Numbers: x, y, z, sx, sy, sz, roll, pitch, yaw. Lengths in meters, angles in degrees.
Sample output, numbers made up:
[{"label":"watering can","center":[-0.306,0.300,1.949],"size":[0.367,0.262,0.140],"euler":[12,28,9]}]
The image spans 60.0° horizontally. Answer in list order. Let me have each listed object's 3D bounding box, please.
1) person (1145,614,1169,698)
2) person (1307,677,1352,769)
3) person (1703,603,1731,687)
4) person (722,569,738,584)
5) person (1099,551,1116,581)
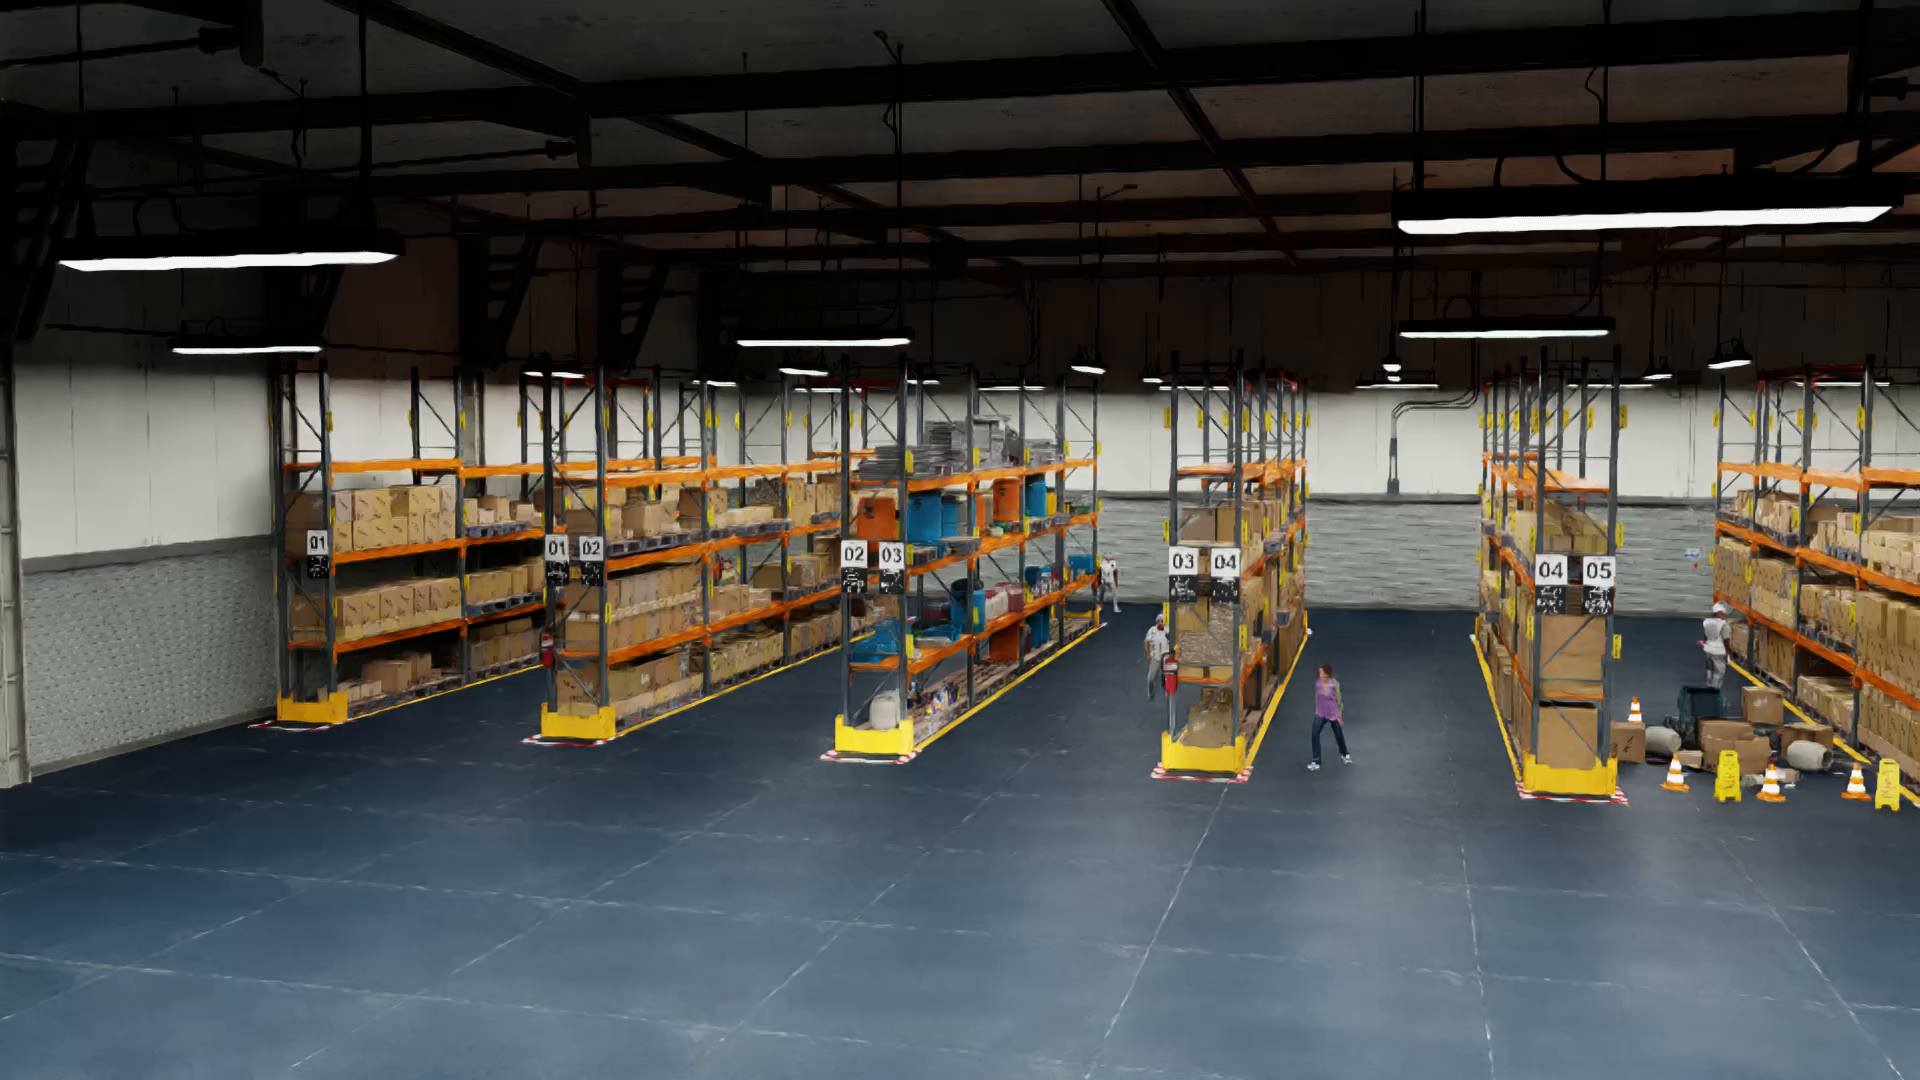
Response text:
[{"label":"person","center":[3.557,2.059,29.411],"size":[0.593,1.545,0.568],"euler":[1,4,13]},{"label":"person","center":[5.339,2.616,23.907],"size":[0.431,1.317,0.866],"euler":[3,5,36]},{"label":"person","center":[13.282,1.967,29.196],"size":[0.355,1.716,0.617],"euler":[-1,4,-15]},{"label":"person","center":[-5.611,1.361,40.693],"size":[0.450,1.318,0.867],"euler":[1,4,14]},{"label":"person","center":[3.841,0.678,43.311],"size":[0.519,0.812,0.385],"euler":[0,4,-3]}]
